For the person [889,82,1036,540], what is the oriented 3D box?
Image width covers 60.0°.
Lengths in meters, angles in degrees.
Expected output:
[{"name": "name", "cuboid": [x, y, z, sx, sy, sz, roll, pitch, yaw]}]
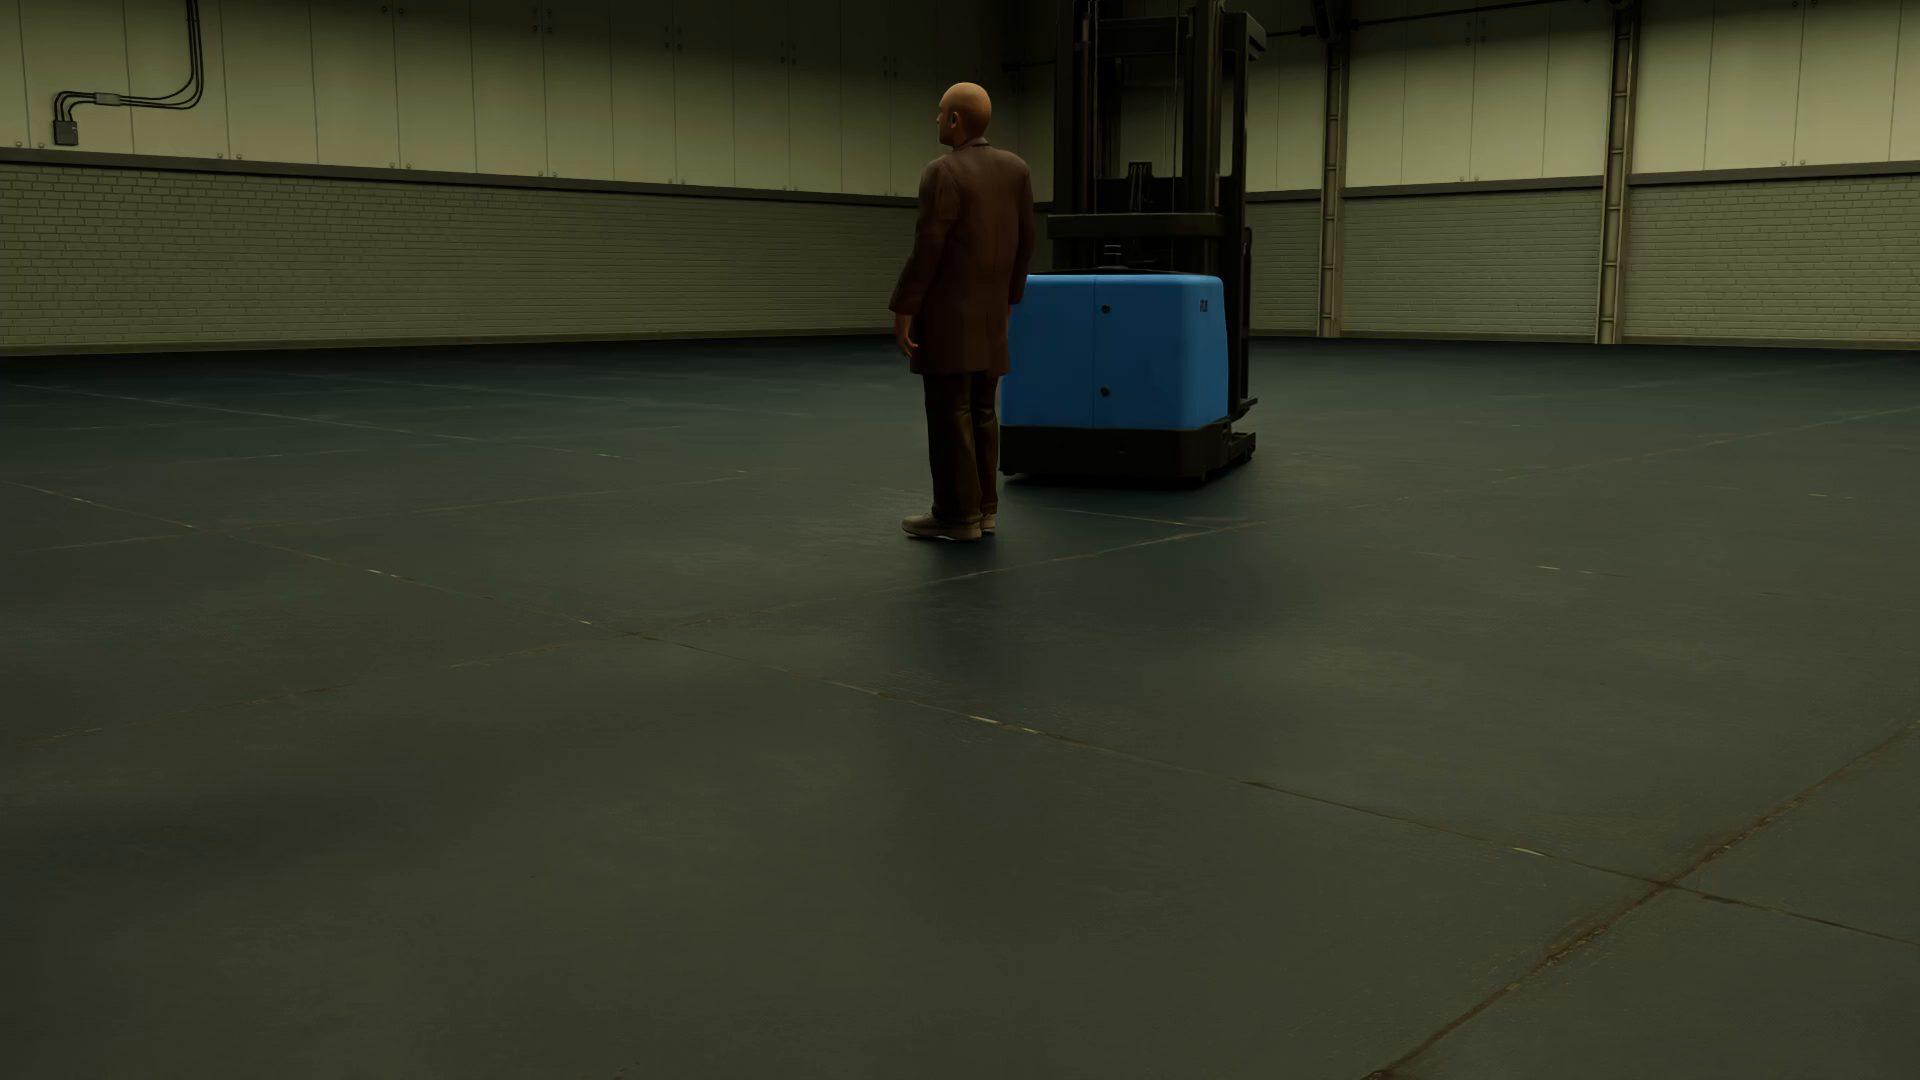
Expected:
[{"name": "person", "cuboid": [-0.063, -0.897, 6.650, 0.579, 1.778, 0.698, 8, 12, 43]}]

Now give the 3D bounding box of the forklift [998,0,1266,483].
[{"name": "forklift", "cuboid": [1.140, -1.921, 9.630, 1.130, 2.935, 3.031, 3, 9, 18]}]
